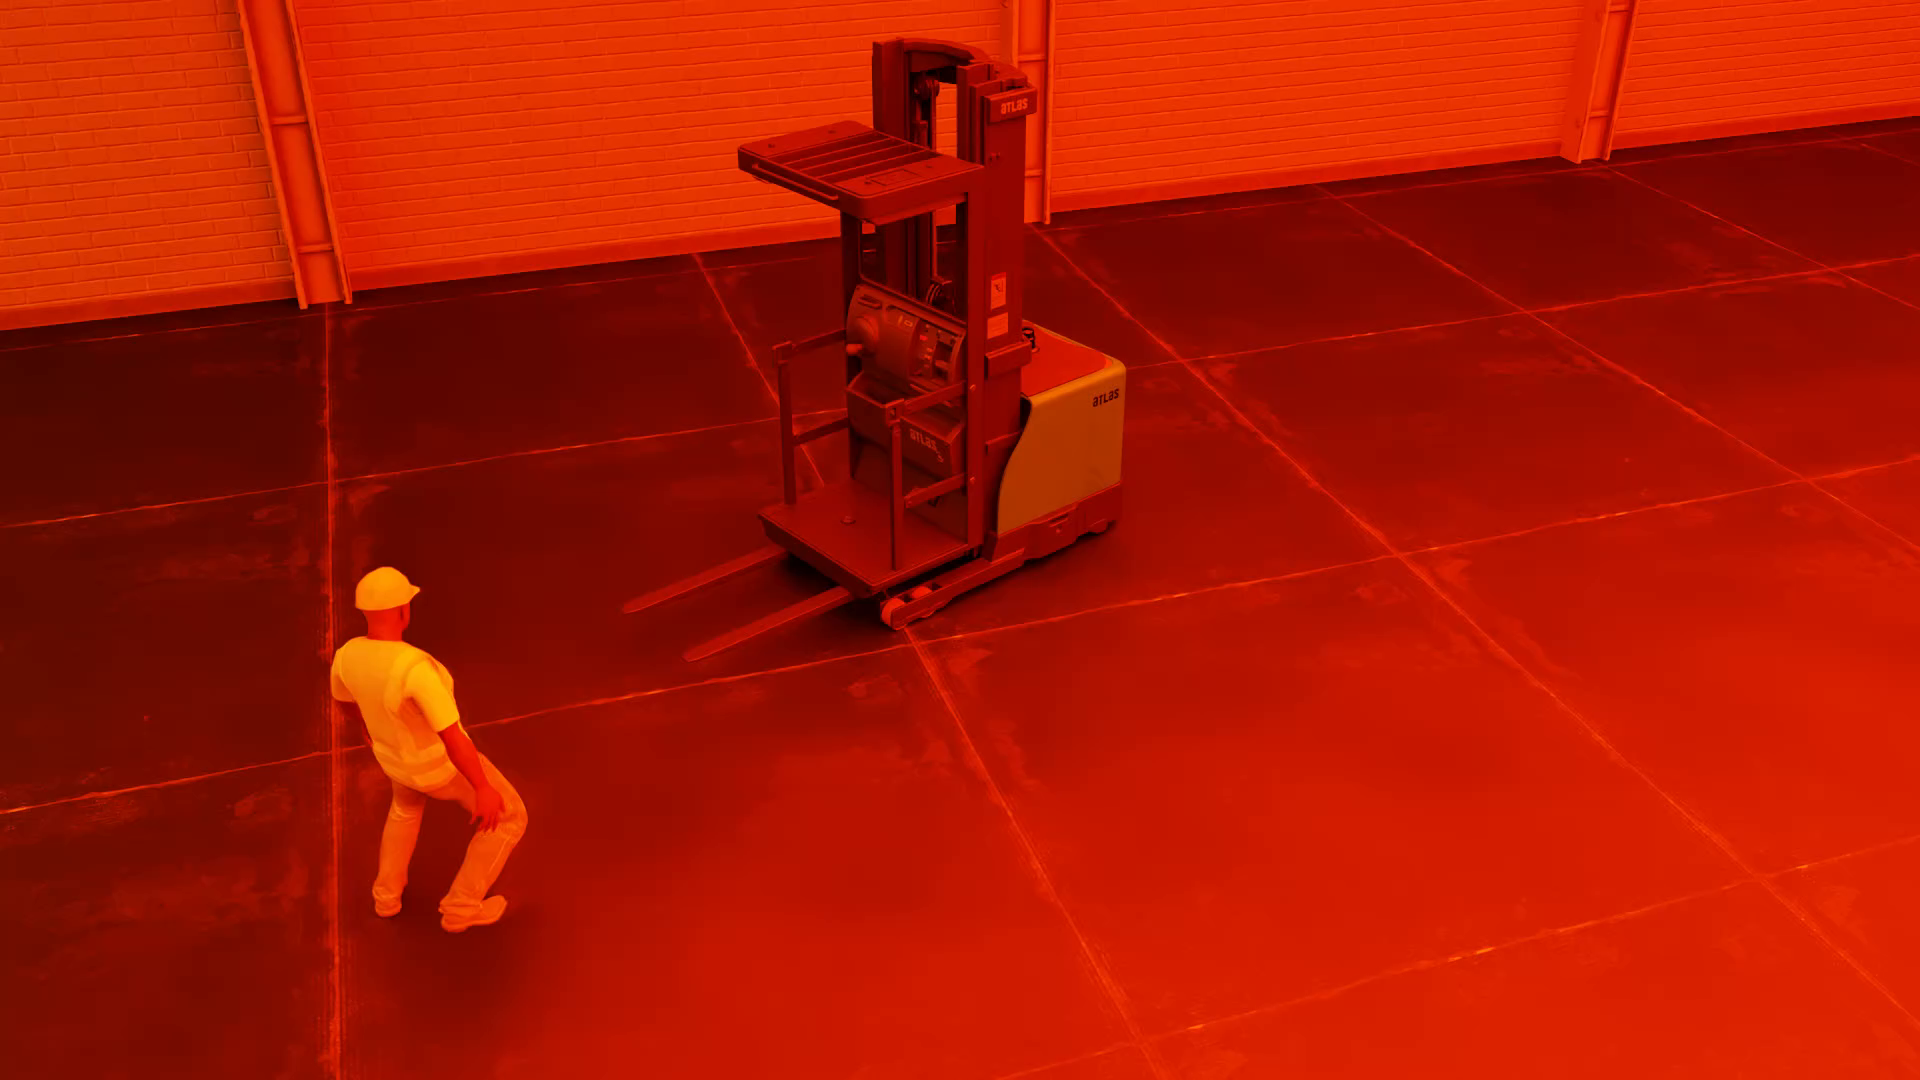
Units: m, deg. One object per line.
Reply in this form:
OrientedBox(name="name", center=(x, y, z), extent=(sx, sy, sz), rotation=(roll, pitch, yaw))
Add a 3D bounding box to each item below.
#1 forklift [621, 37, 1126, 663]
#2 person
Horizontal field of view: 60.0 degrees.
OrientedBox(name="forklift", center=(-0.461, -1.072, 8.951), extent=(3.031, 2.935, 1.130), rotation=(-23, 37, -34))
OrientedBox(name="person", center=(-2.189, 0.867, 6.855), extent=(0.956, 1.669, 0.514), rotation=(20, 35, 30))
